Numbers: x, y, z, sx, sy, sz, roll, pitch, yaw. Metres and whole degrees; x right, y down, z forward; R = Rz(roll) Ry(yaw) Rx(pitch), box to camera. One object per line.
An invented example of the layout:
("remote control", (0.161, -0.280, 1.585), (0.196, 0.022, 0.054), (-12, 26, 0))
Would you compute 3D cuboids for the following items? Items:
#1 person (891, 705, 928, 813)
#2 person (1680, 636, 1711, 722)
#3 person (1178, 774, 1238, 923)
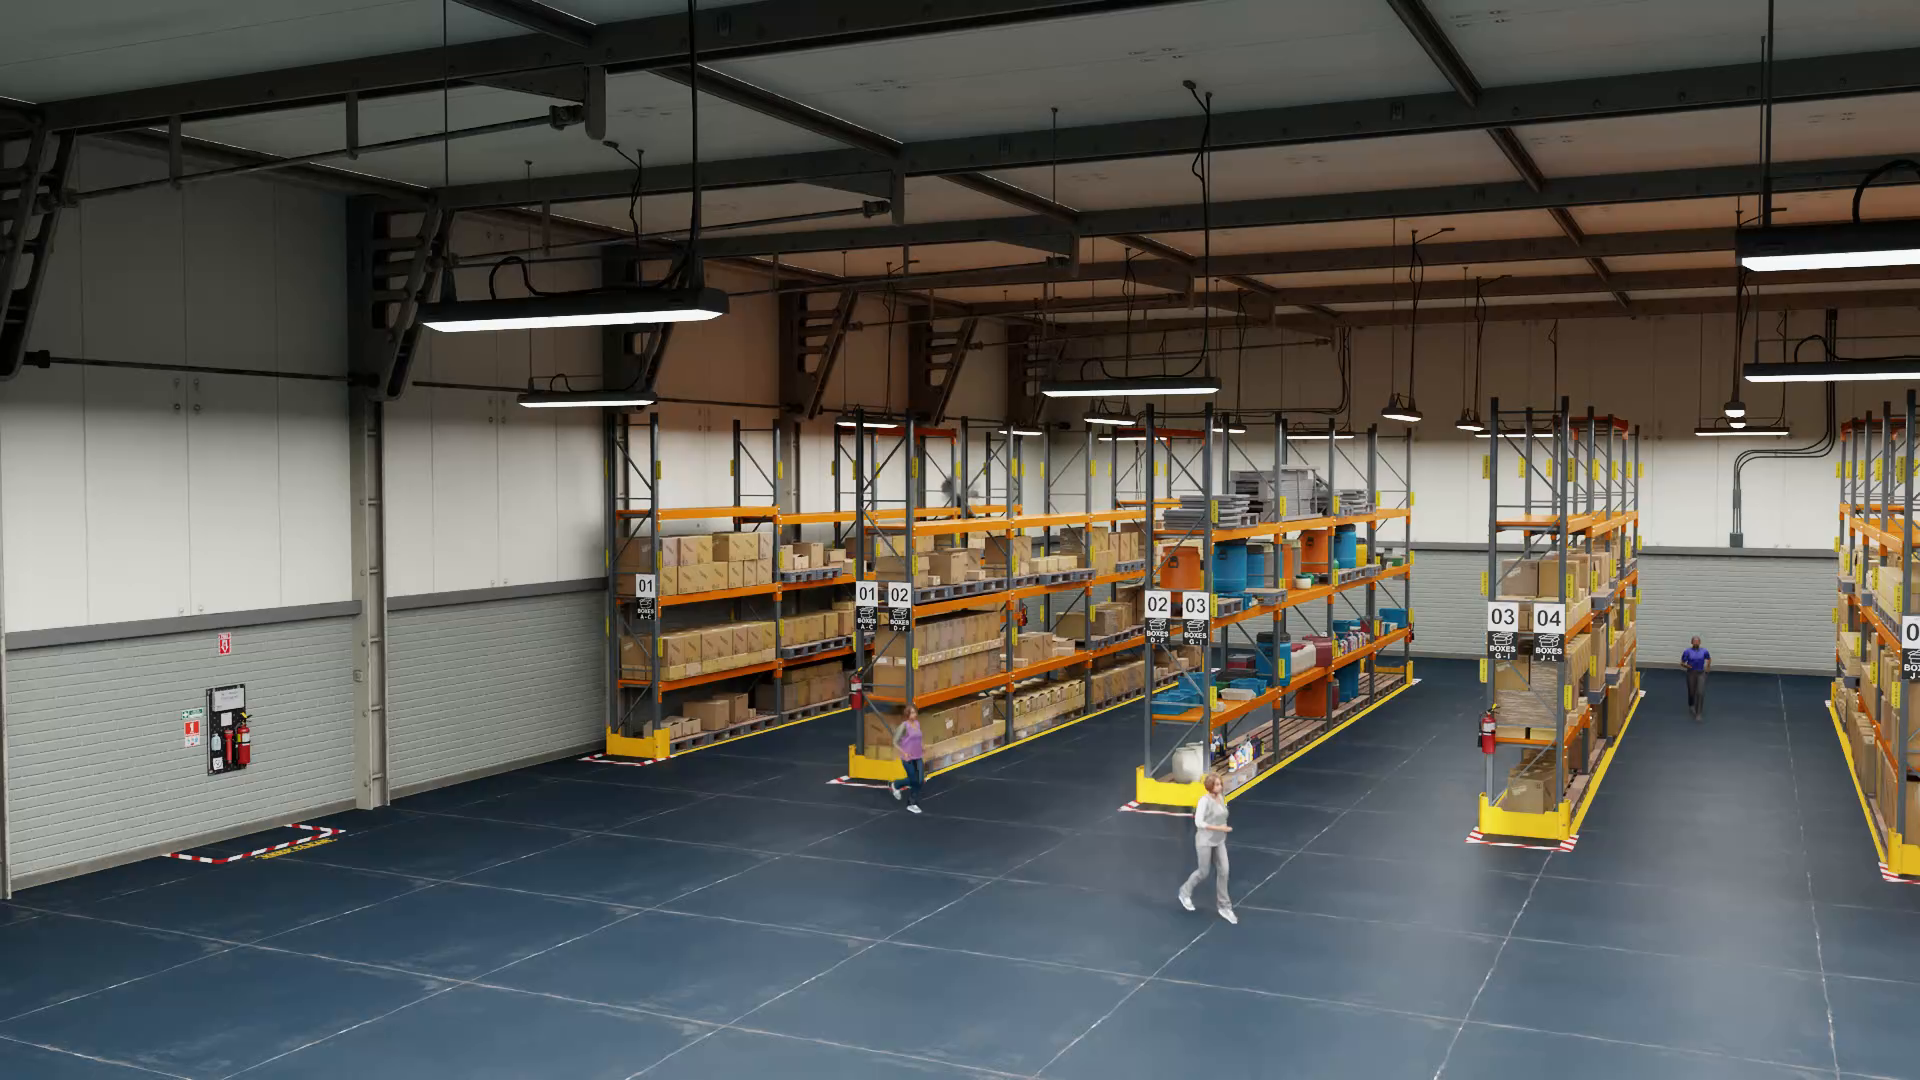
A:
("person", (-0.752, 3.204, 24.422), (0.549, 1.560, 0.548), (-2, 3, -43))
("person", (14.786, 2.765, 33.455), (0.554, 1.672, 0.924), (1, 3, 21))
("person", (2.782, 3.428, 18.592), (0.557, 1.607, 0.758), (-2, 3, -42))
